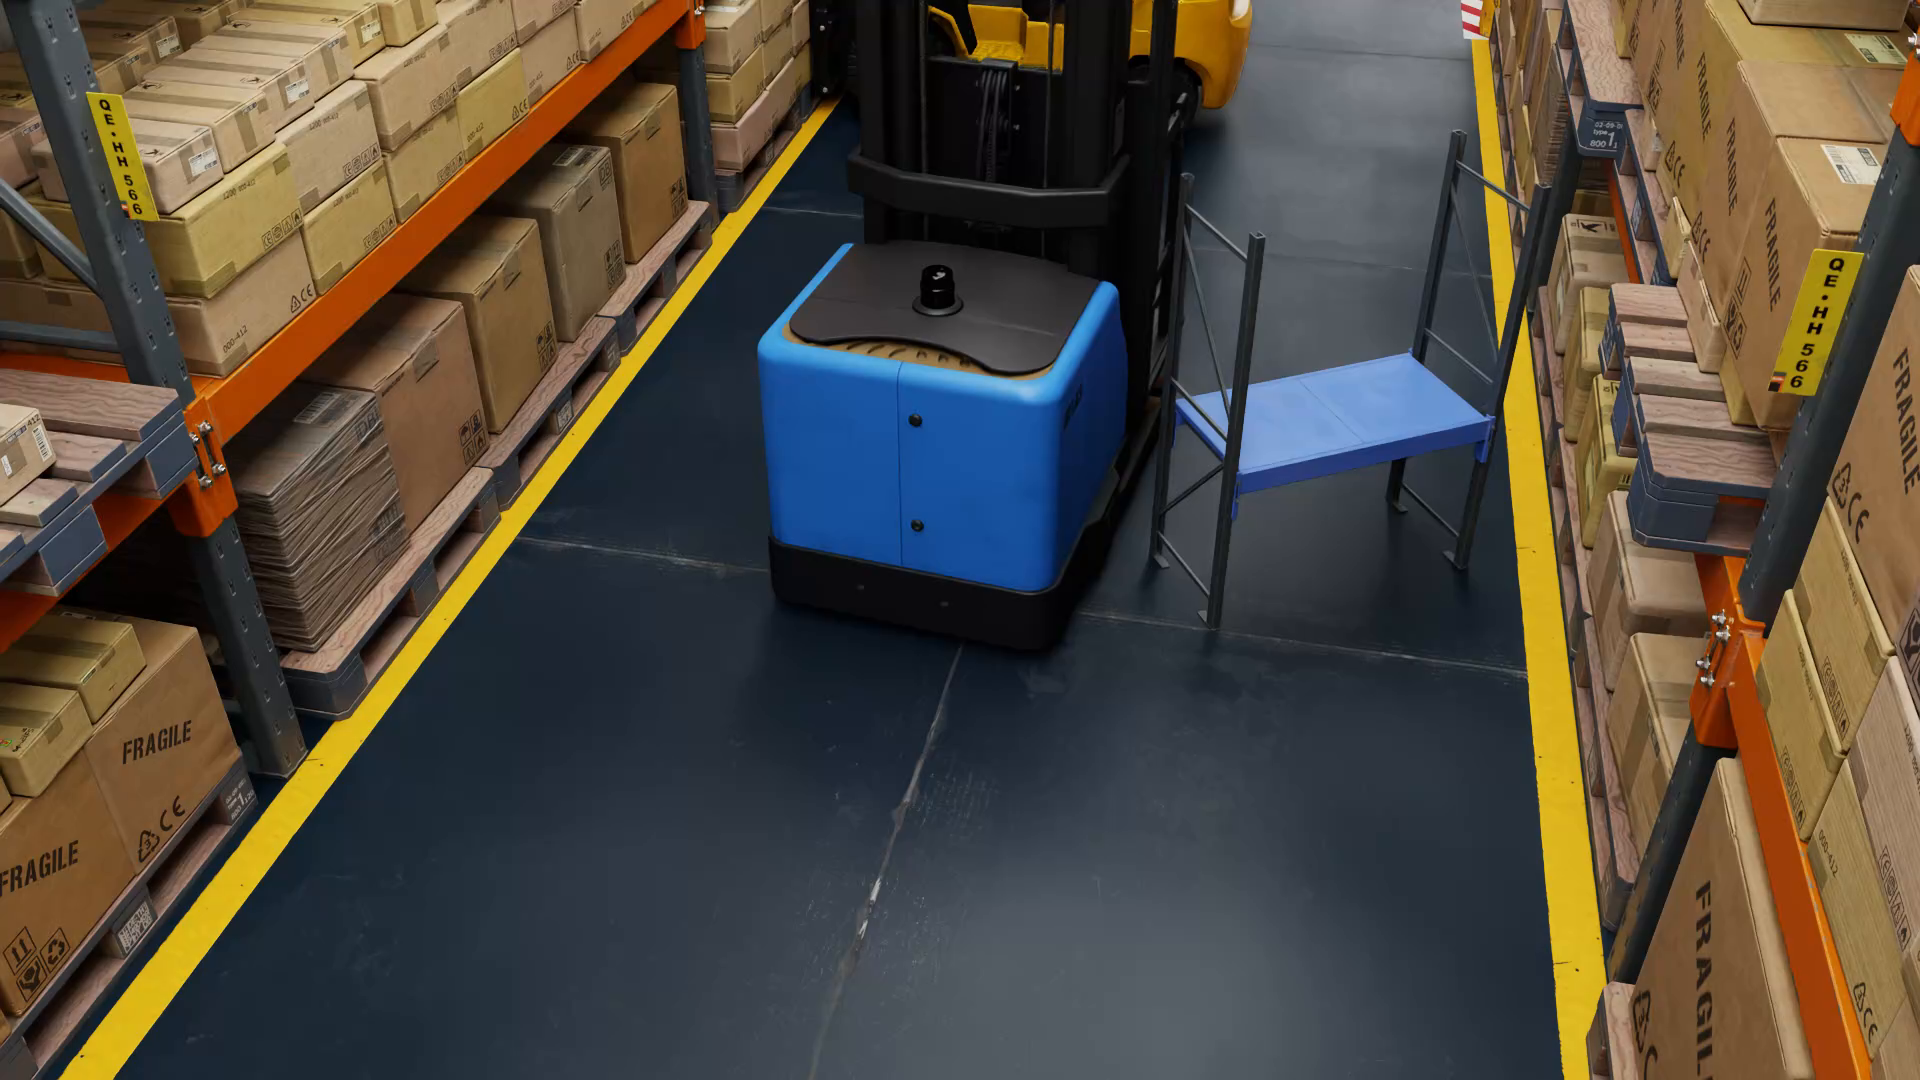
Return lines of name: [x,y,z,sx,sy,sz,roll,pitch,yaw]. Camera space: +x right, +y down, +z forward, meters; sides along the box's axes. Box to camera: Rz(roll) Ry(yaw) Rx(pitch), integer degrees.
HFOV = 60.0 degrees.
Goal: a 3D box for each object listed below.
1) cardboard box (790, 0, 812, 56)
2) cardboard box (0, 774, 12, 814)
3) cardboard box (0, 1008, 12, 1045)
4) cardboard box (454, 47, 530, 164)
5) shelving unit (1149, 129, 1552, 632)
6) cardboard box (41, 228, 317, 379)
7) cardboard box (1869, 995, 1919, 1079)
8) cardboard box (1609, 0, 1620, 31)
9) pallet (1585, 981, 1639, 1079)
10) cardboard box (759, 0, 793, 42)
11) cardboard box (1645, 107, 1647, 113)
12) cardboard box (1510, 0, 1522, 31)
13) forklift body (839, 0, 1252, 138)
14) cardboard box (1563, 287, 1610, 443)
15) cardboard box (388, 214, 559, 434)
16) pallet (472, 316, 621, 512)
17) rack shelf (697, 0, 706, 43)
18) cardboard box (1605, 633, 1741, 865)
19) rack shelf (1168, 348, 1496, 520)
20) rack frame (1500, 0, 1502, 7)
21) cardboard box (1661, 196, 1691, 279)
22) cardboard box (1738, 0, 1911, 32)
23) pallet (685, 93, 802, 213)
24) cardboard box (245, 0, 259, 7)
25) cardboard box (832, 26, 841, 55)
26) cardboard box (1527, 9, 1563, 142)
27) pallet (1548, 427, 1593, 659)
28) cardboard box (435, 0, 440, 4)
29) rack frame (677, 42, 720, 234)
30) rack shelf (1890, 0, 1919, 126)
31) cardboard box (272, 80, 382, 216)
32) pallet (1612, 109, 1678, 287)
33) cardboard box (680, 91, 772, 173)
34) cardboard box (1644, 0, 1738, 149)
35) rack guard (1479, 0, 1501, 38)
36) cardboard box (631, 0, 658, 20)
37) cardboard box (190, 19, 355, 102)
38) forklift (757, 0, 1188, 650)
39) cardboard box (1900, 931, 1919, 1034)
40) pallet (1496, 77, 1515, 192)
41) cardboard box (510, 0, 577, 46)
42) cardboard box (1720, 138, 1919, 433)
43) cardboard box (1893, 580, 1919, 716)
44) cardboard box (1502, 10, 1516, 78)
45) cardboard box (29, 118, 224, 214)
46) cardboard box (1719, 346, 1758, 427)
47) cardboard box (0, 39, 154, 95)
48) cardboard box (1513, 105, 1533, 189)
cardboard box: [-1.095,-2.925,9.289,0.500,0.250,0.500,7,37,10]
cardboard box: [-2.564,0.642,4.028,0.380,0.149,0.250,6,36,8]
cardboard box: [-2.685,1.139,3.895,0.500,0.500,0.500,9,37,12]
cardboard box: [-1.917,-1.602,6.033,0.500,0.250,0.500,8,37,11]
shelving unit: [1.282,-0.531,5.705,1.048,1.500,0.538,-12,38,-17]
cardboard box: [-2.245,-0.721,4.817,0.500,0.250,0.500,7,37,10]
cardboard box: [1.711,0.968,2.486,0.500,0.250,0.500,8,37,12]
cardboard box: [2.699,-2.023,6.341,0.380,0.149,0.250,8,37,11]
pallet: [2.030,1.633,3.817,1.003,0.211,1.213,7,37,10]
cardboard box: [-1.195,-2.843,8.750,0.500,0.250,0.500,7,37,10]
cardboard box: [2.501,-1.425,5.516,0.380,0.149,0.250,8,37,10]
cardboard box: [3.426,-3.143,9.377,0.500,0.500,0.500,6,36,8]
forklift body: [0.508,-3.485,9.226,2.313,2.155,1.214,7,37,10]
cardboard box: [2.866,-0.624,6.436,0.950,0.372,0.625,10,37,13]
cardboard box: [-2.156,-0.884,6.580,0.875,0.625,0.625,6,36,8]
pallet: [-2.102,-0.594,6.889,1.003,0.211,1.213,7,37,10]
rack shelf: [-1.297,-3.707,9.422,1.077,0.370,4.000,7,37,10]
cardboard box: [2.402,0.633,4.702,0.950,0.372,0.625,5,36,7]
rack shelf: [1.282,-0.385,5.810,1.000,0.185,0.538,-12,38,-17]
rack frame: [3.980,-4.525,9.937,1.000,3.000,0.127,7,37,10]
cardboard box: [2.215,-0.840,4.709,0.380,0.149,0.250,8,37,11]
cardboard box: [2.345,-1.505,4.522,0.380,0.149,0.250,6,36,8]
pallet: [-1.513,-2.173,9.069,1.003,0.211,1.213,7,37,10]
cardboard box: [-2.557,-1.821,5.569,0.380,0.149,0.250,7,36,9]
cardboard box: [-0.981,-3.022,9.849,0.500,0.250,0.500,8,37,11]
cardboard box: [3.097,-2.257,8.154,0.500,0.500,0.500,8,37,11]
pallet: [2.703,0.046,6.007,1.003,0.211,1.213,7,37,10]
cardboard box: [-1.996,-1.910,5.691,0.380,0.149,0.250,7,37,10]
rack frame: [-1.724,-2.852,7.628,1.000,3.000,0.127,7,37,10]
rack shelf: [2.699,-2.008,4.522,1.077,0.370,4.000,7,37,10]
cardboard box: [-2.137,-1.211,5.066,0.500,0.250,0.500,8,37,11]
pallet: [2.654,-1.001,5.238,1.003,0.211,1.213,7,37,10]
cardboard box: [-1.297,-2.144,8.638,0.500,0.250,0.500,8,37,10]
cardboard box: [2.421,-1.465,5.019,0.500,0.500,0.500,6,36,8]
rack guard: [3.964,-3.469,10.610,1.175,0.500,0.348,7,37,10]
cardboard box: [-1.576,-2.469,7.229,0.500,0.250,0.500,8,37,11]
cardboard box: [-2.093,-1.463,5.074,0.380,0.149,0.250,8,37,10]
forklift: [0.278,-1.679,6.069,1.130,2.935,3.031,11,37,15]
cardboard box: [1.692,0.760,2.347,0.500,0.250,0.500,7,37,10]
pallet: [3.493,-2.193,9.097,1.003,0.211,1.213,7,37,10]
cardboard box: [-1.797,-2.092,6.282,0.500,0.250,0.500,8,37,11]
cardboard box: [2.097,-0.565,3.777,0.500,0.500,0.500,6,36,9]
cardboard box: [1.831,0.154,2.544,0.500,0.500,0.500,7,37,10]
cardboard box: [3.421,-2.862,9.628,0.500,0.250,0.500,9,37,12]
cardboard box: [-2.223,-1.007,4.446,0.380,0.149,0.250,8,37,11]
cardboard box: [2.098,-0.387,4.084,0.380,0.149,0.250,8,37,11]
cardboard box: [-2.645,-1.378,4.958,0.380,0.149,0.250,7,37,10]
cardboard box: [3.094,-1.967,8.394,0.500,0.250,0.500,6,36,9]
